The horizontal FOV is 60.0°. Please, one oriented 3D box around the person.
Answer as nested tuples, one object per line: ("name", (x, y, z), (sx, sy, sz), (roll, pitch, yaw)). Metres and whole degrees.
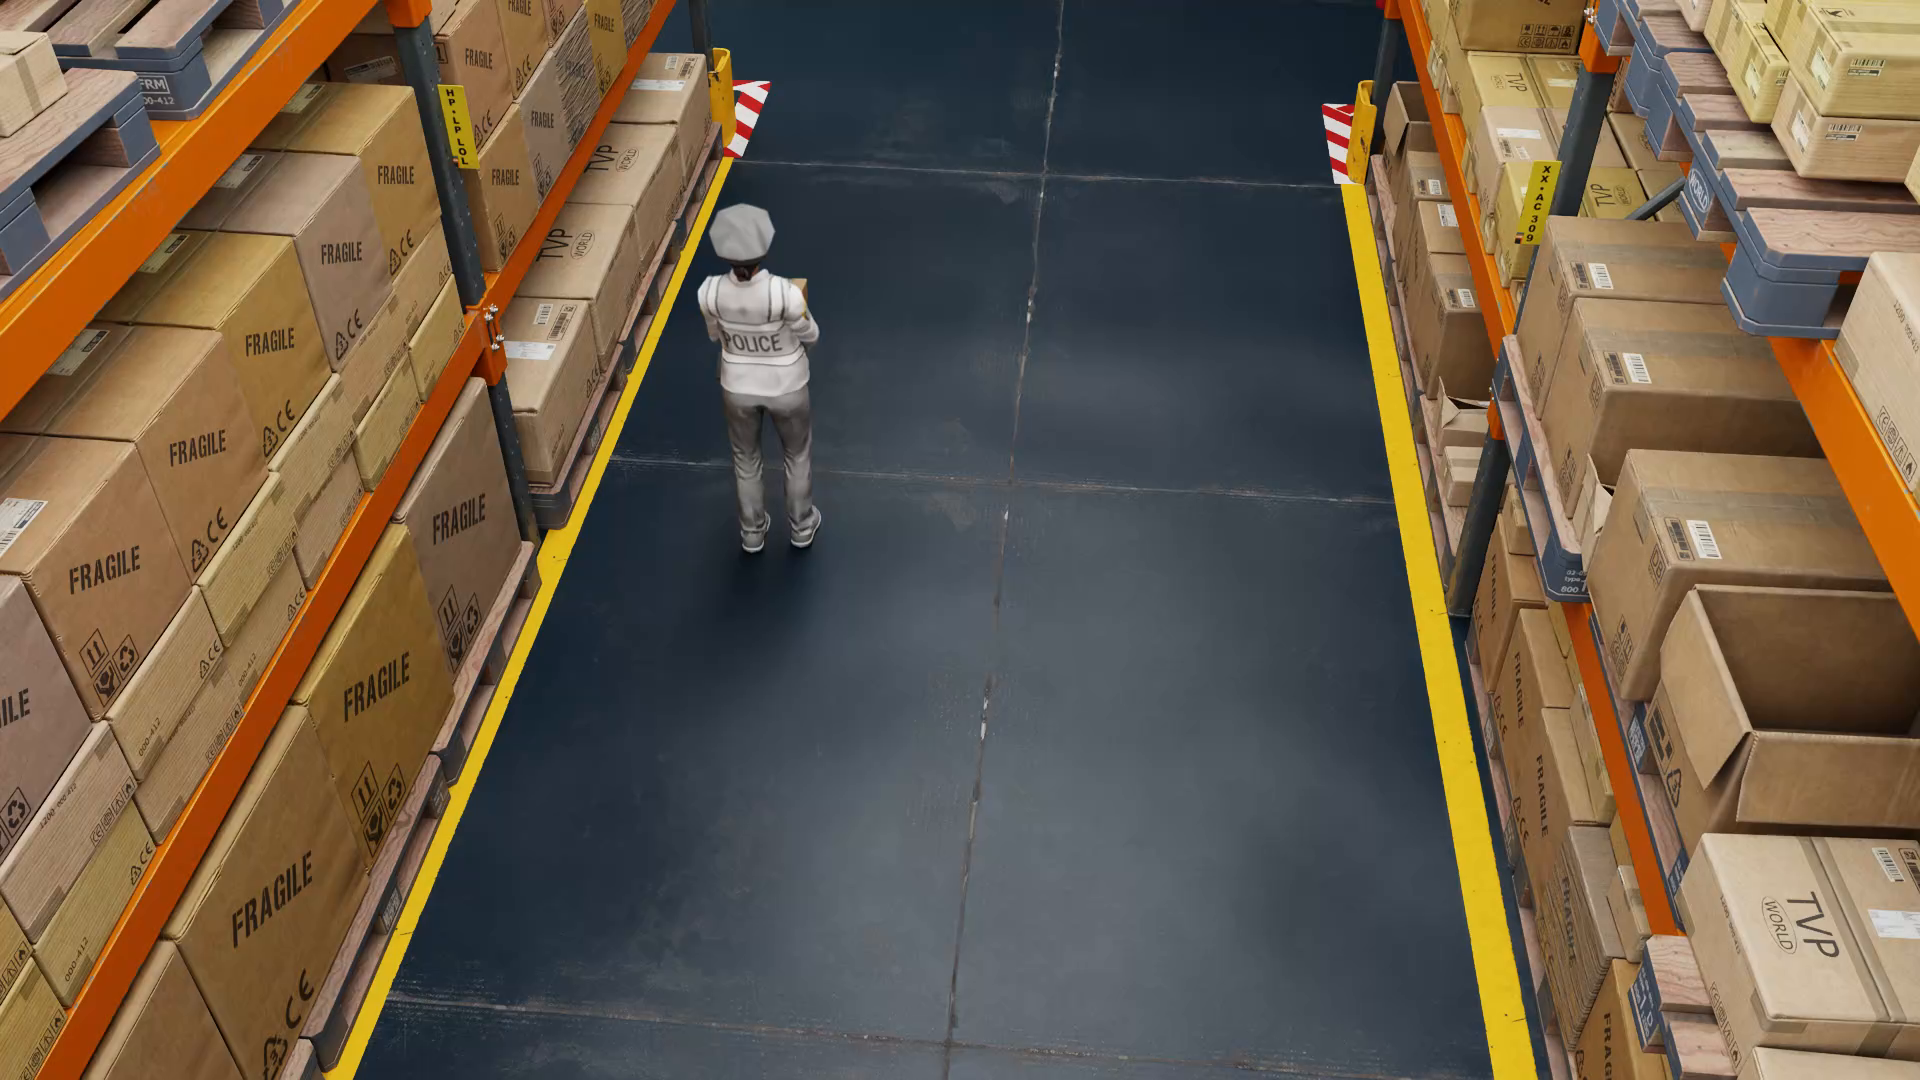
("person", (-0.801, -0.684, 6.946), (0.458, 1.686, 0.559), (4, 40, 4))
